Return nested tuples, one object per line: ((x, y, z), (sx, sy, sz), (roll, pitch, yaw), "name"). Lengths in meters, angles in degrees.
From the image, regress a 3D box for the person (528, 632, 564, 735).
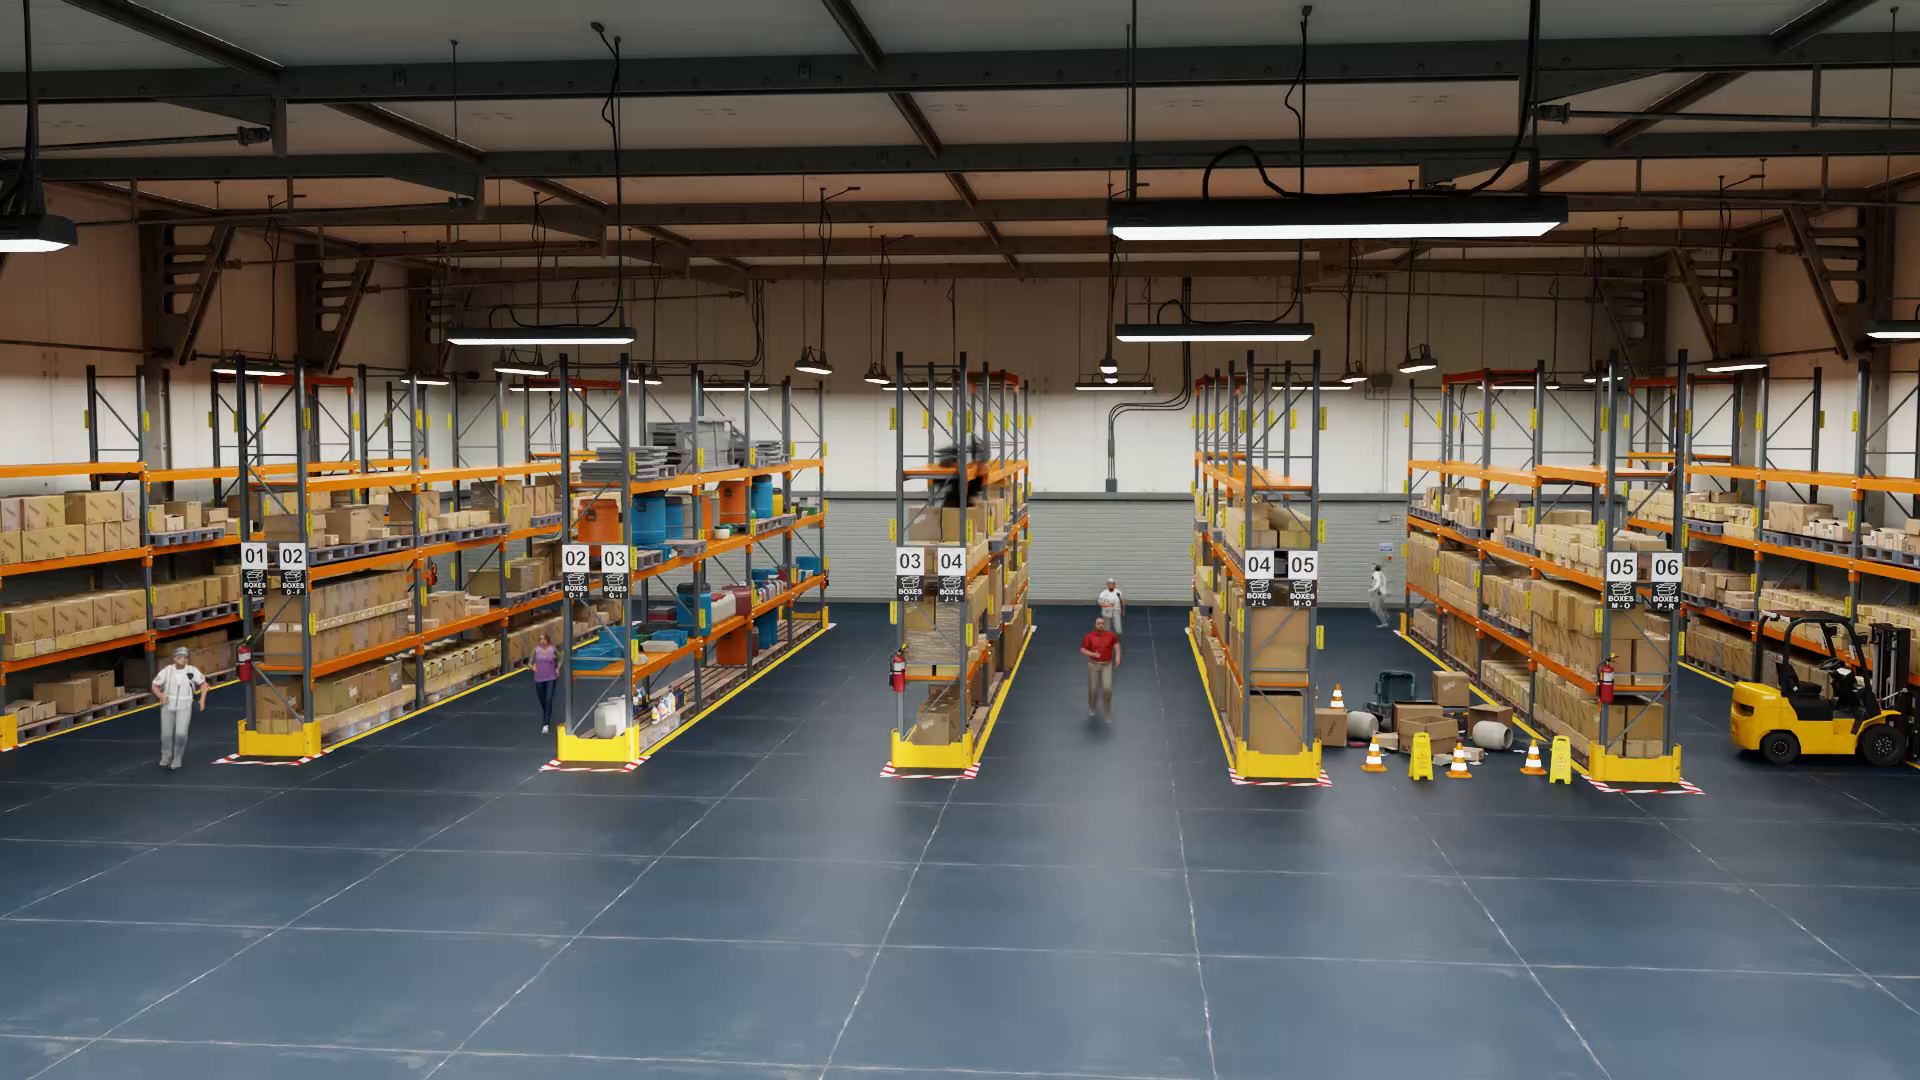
((-6.701, 2.290, 26.901), (0.538, 1.597, 0.877), (0, 4, -4), "person")

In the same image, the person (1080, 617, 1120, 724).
((2.344, 2.189, 27.793), (0.683, 1.821, 0.783), (0, 4, -3), "person")

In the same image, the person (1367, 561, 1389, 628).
((10.182, 1.331, 40.473), (0.544, 1.636, 0.641), (1, 4, 18), "person")

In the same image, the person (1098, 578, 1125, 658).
((3.240, 1.674, 35.396), (0.596, 1.727, 0.705), (0, 4, -2), "person")

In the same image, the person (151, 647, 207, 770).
((-11.291, 2.435, 24.058), (0.733, 1.781, 0.613), (-2, 4, -22), "person")
